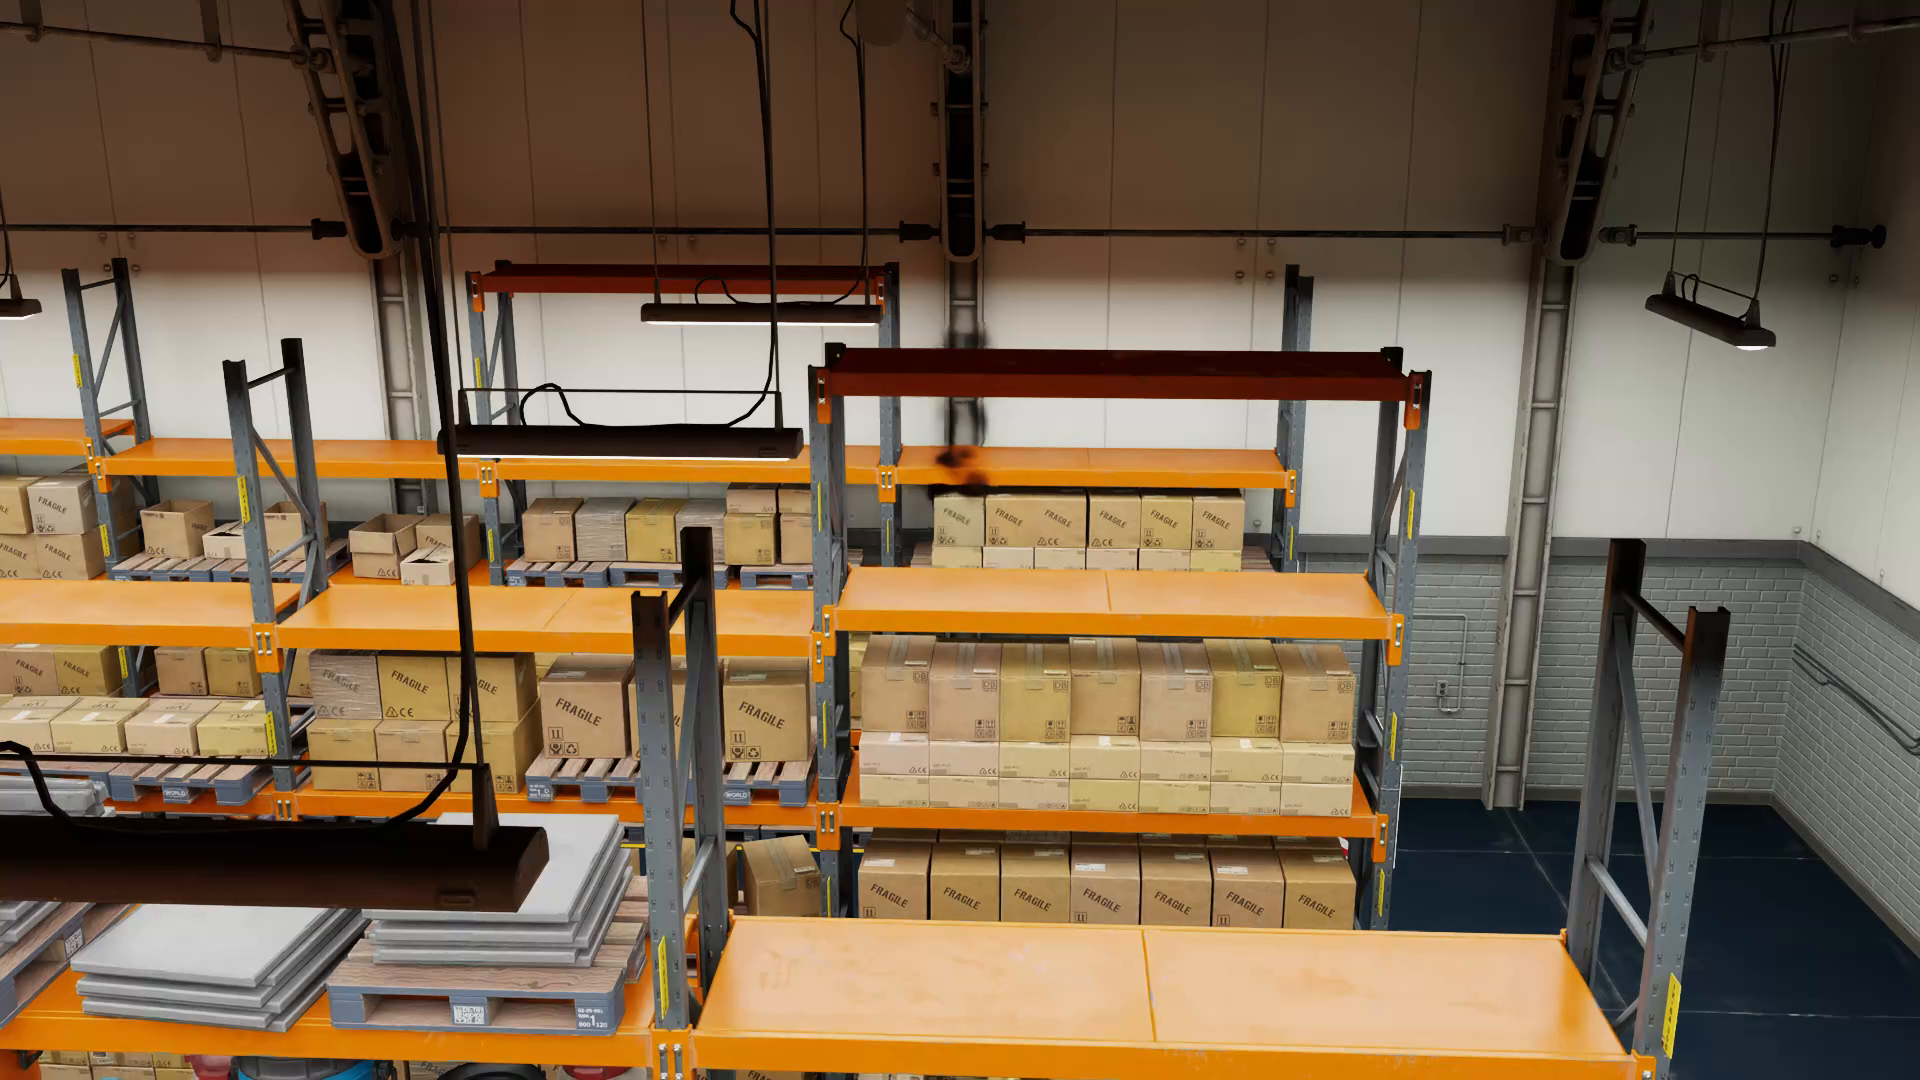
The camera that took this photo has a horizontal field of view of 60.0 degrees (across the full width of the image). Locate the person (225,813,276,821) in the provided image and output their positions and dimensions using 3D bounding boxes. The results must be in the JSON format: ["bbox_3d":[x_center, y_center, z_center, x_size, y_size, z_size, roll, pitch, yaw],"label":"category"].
[{"bbox_3d":[-6.719,2.813,16.067,0.665,1.575,0.571,-2,16,-7],"label":"person"}]
